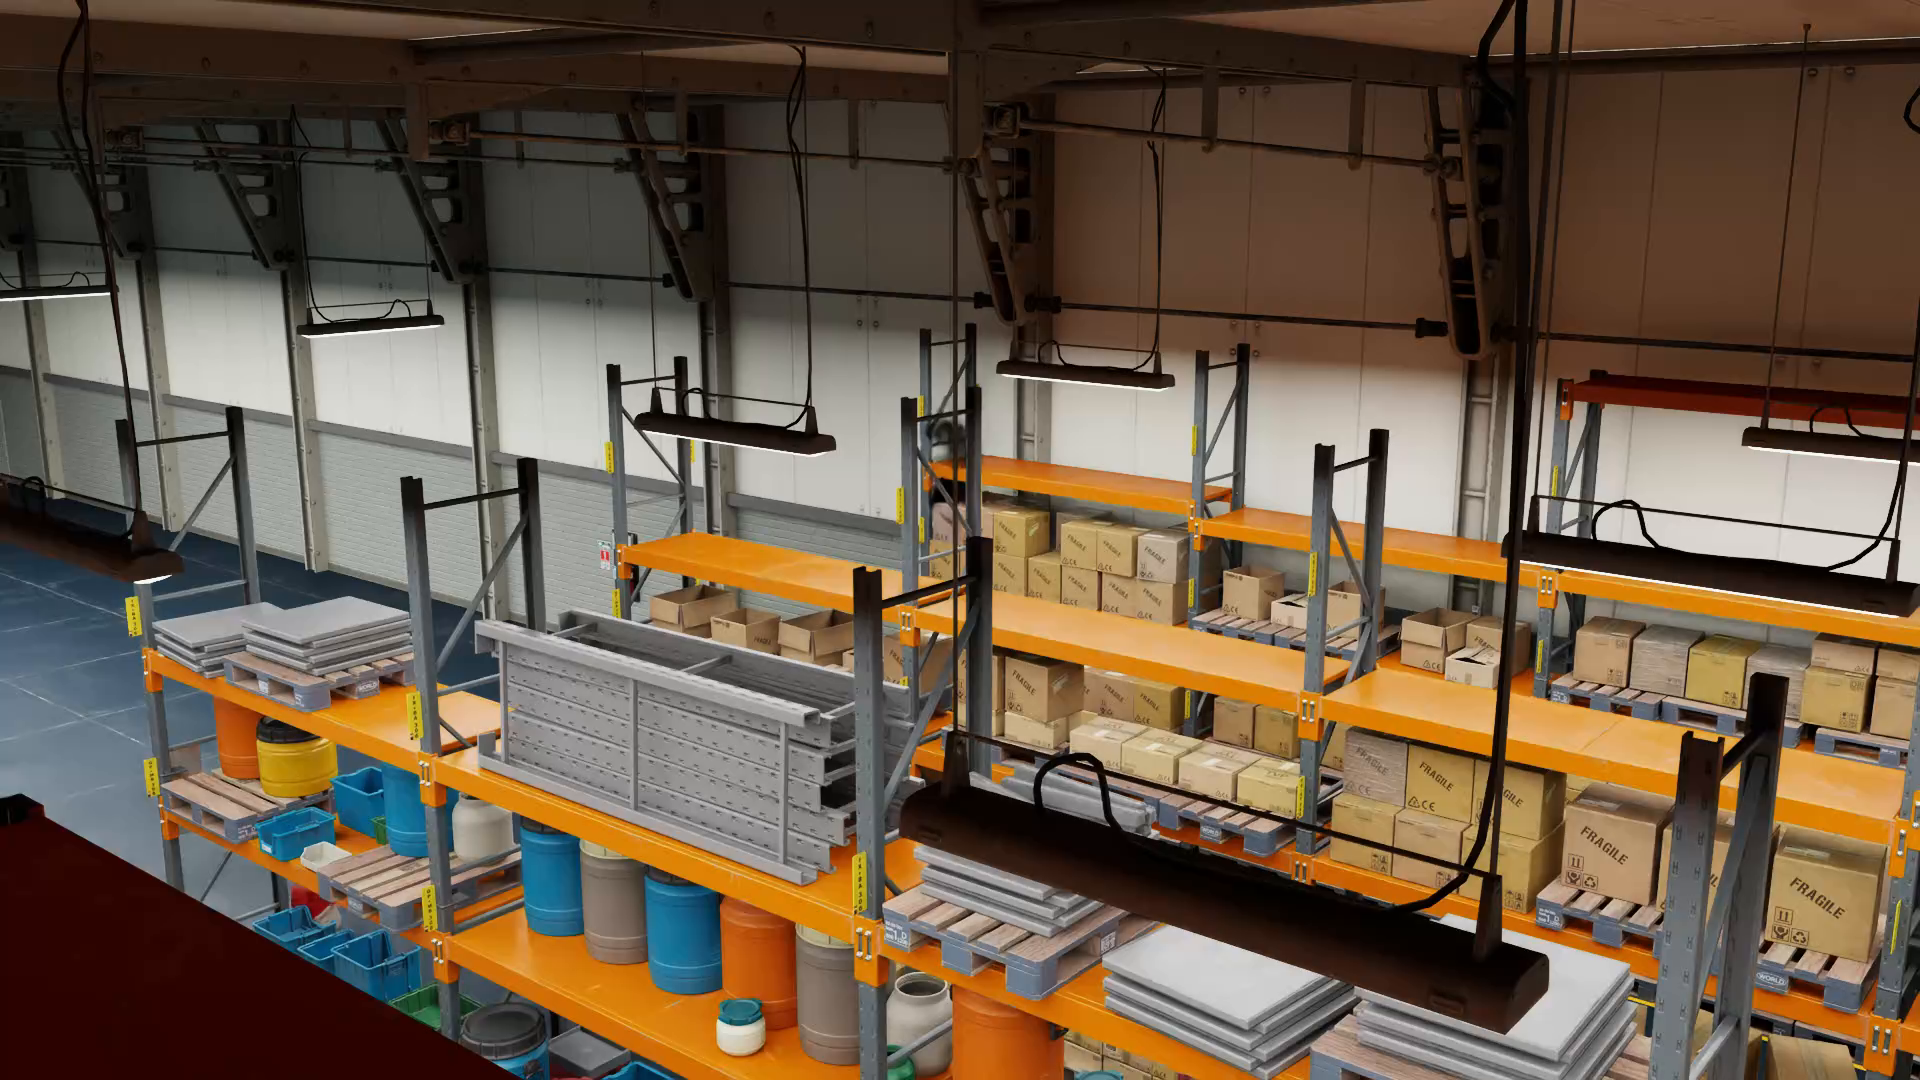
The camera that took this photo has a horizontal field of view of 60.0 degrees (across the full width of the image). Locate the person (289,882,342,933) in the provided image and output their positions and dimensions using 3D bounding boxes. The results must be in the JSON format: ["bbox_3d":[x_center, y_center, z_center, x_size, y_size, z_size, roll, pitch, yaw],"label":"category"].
[{"bbox_3d":[-6.128,3.727,15.912,0.918,1.735,0.678,2,13,8],"label":"person"}]
